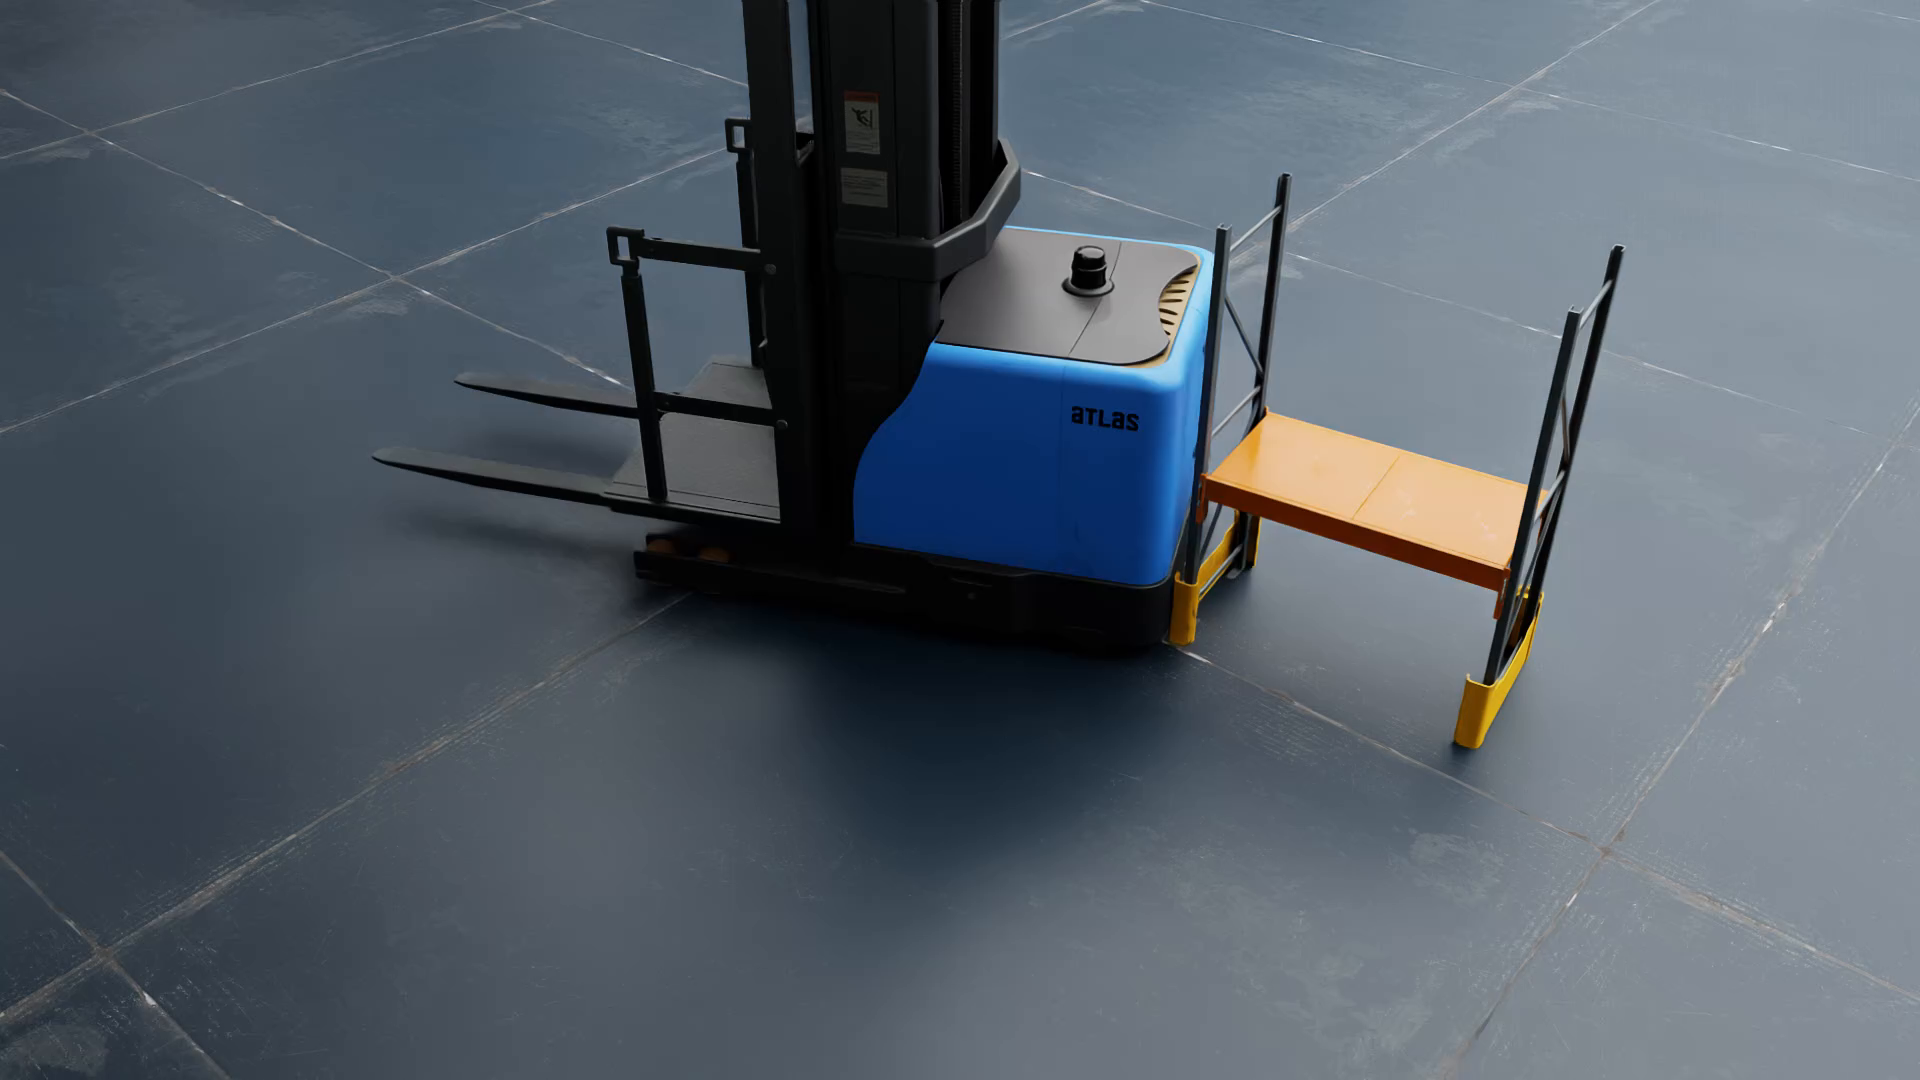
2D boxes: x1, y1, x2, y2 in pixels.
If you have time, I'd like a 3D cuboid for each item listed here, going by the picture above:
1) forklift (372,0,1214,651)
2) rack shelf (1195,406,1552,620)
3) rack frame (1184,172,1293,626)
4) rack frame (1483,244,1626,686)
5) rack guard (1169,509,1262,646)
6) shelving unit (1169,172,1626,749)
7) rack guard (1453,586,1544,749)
[{"bbox_3d":[-0.659,-1.292,5.468,3.031,2.935,1.130,9,35,12],"label":"forklift"},{"bbox_3d":[1.326,-0.109,5.327,1.000,0.185,0.538,19,39,26],"label":"rack shelf"},{"bbox_3d":[0.894,-0.409,5.446,0.032,1.500,0.500,19,39,26],"label":"rack frame"},{"bbox_3d":[1.758,-0.105,5.004,0.032,1.500,0.500,19,39,26],"label":"rack frame"},{"bbox_3d":[0.895,0.107,5.799,0.087,0.250,0.587,19,39,26],"label":"rack guard"},{"bbox_3d":[1.318,-0.260,5.229,1.083,1.500,0.587,19,39,26],"label":"shelving unit"},{"bbox_3d":[1.741,0.404,5.366,0.087,0.250,0.587,19,39,26],"label":"rack guard"}]
